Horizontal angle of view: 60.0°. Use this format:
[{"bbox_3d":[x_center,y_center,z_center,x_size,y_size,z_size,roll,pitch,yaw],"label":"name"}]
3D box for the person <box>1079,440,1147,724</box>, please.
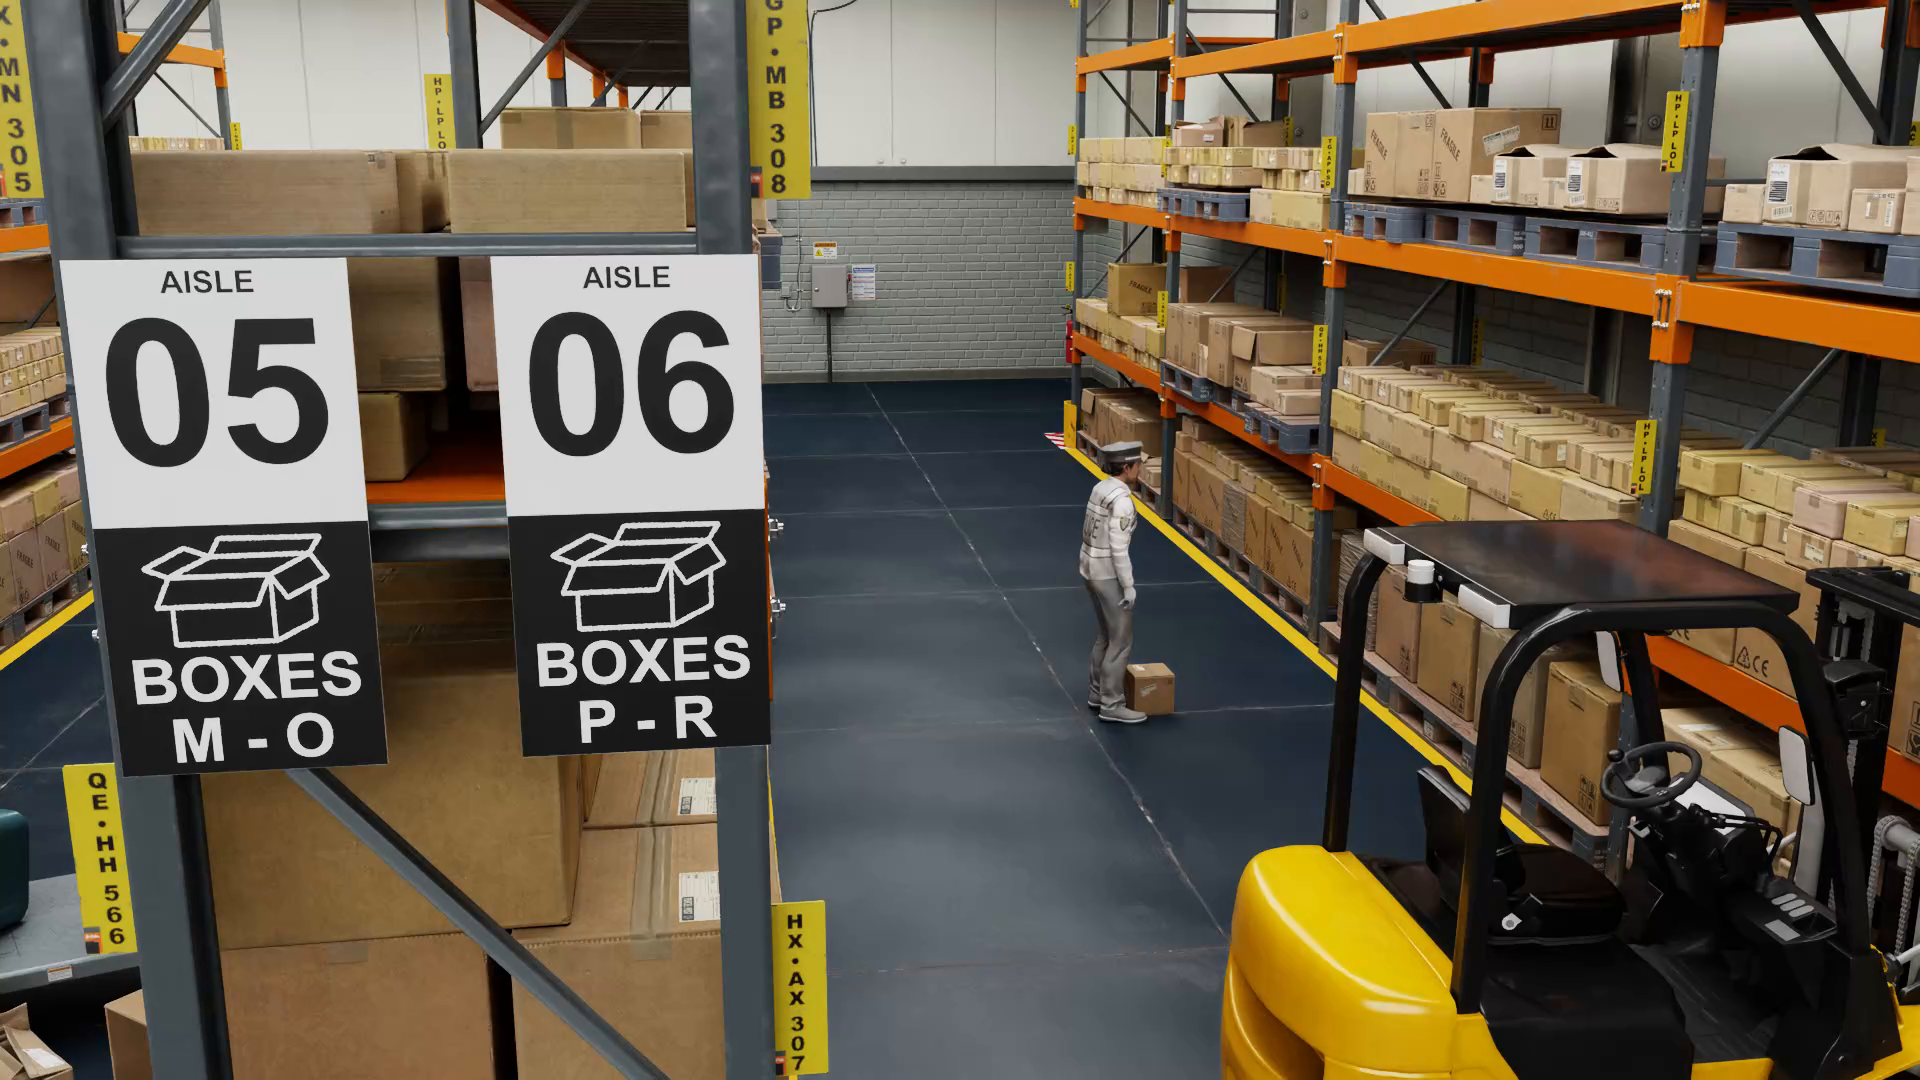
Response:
[{"bbox_3d":[0.916,0.236,9.979,0.376,1.663,0.544,-3,14,-12],"label":"person"}]
